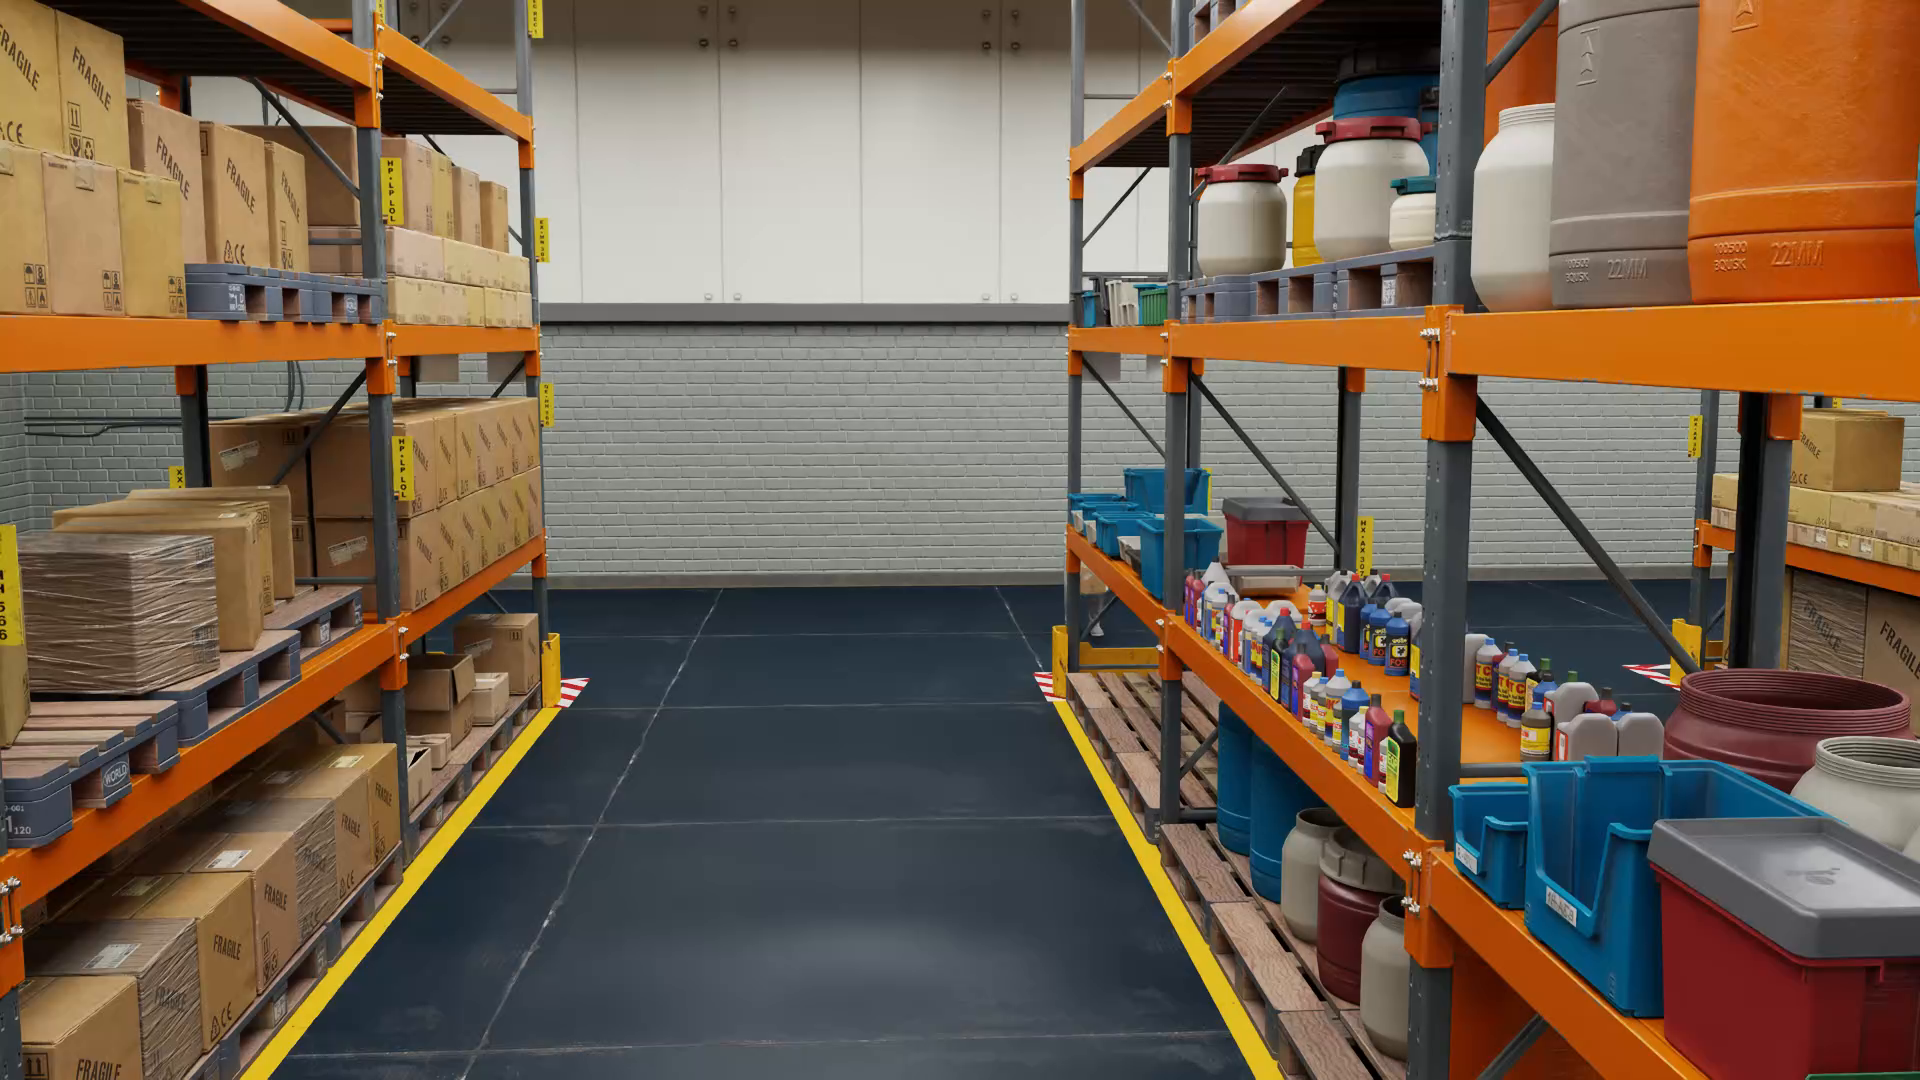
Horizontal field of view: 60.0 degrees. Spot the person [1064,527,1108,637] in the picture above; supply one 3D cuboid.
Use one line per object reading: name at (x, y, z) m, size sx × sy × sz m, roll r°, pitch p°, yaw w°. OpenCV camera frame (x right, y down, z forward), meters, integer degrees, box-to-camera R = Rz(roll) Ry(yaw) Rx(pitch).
person at (1.179, 0.254, 15.171) m, size 0.407 × 1.306 × 0.886 m, roll -1°, pitch 7°, yaw -5°
